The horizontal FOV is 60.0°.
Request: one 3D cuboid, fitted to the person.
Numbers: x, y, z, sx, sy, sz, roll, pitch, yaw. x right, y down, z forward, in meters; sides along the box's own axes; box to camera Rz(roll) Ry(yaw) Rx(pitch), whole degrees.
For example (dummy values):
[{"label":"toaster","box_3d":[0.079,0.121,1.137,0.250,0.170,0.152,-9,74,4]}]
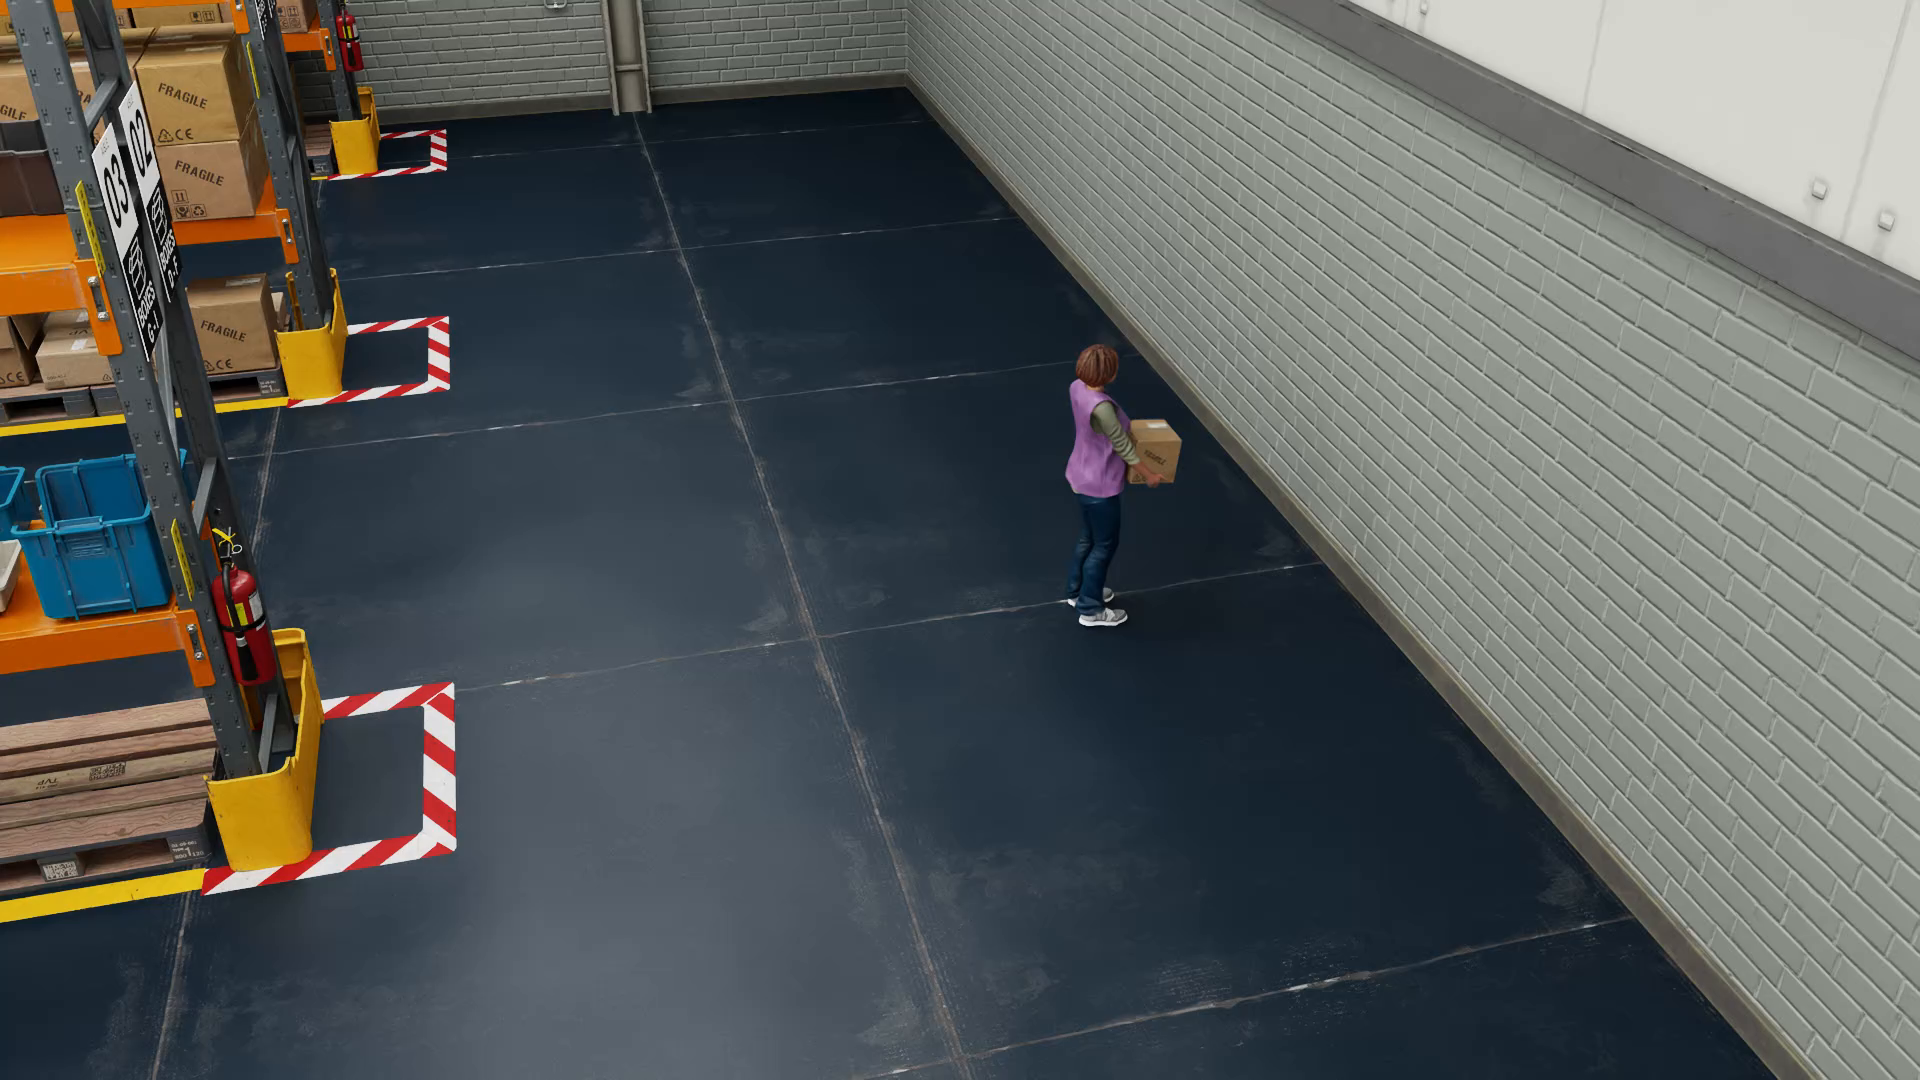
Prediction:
[{"label":"person","box_3d":[0.803,-0.301,8.749,0.492,1.598,0.396,-8,32,-13]}]
